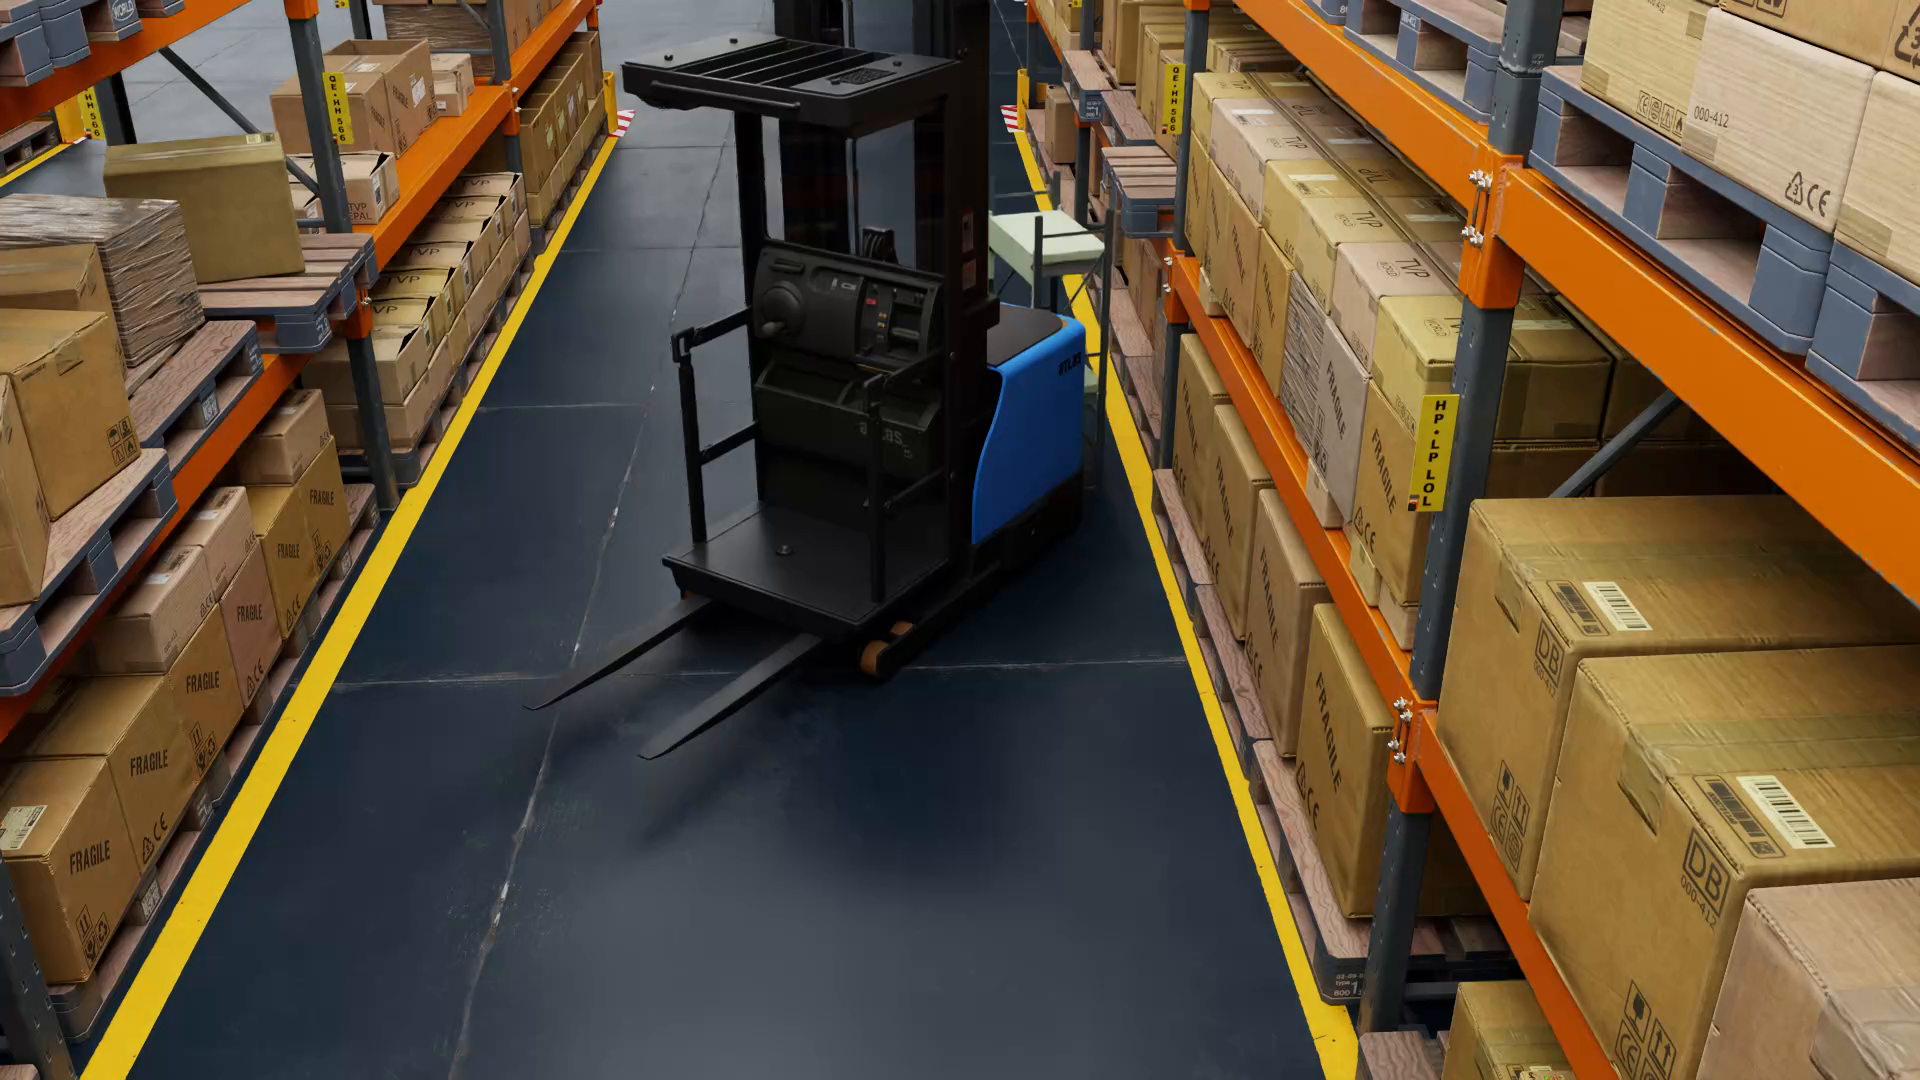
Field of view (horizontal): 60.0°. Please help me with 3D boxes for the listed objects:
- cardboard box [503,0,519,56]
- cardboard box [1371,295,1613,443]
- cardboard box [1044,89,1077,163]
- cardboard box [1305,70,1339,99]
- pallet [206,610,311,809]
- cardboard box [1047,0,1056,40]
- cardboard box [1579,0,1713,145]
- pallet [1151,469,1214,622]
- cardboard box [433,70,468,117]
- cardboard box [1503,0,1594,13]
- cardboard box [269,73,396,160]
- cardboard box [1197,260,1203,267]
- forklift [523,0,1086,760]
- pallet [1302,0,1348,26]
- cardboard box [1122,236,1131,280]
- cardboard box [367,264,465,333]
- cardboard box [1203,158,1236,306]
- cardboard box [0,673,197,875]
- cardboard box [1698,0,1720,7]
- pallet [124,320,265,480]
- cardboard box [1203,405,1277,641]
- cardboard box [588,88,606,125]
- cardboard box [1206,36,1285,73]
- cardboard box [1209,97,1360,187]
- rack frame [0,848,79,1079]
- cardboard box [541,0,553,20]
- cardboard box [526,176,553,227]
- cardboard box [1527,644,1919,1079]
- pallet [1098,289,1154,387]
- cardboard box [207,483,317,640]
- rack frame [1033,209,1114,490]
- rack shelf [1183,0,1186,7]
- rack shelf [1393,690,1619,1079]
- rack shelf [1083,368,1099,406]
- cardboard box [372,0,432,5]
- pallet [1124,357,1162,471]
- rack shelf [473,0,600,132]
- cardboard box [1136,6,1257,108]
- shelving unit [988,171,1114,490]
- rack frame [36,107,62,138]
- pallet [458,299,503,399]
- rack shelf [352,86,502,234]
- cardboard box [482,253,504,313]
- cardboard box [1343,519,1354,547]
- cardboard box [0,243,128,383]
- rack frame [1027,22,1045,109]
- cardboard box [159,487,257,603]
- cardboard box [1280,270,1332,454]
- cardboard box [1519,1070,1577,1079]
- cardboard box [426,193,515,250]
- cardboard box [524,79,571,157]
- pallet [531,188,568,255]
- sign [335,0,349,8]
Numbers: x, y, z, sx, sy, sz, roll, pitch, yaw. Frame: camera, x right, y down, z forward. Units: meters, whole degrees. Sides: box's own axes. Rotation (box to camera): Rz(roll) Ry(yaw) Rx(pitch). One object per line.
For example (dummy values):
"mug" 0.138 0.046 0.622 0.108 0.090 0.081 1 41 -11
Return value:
"cardboard box" -3.671 -3.825 12.232 0.700 0.500 0.500 -2 28 -3
"cardboard box" 1.477 -0.486 4.677 0.500 0.250 0.500 -1 28 -1
"cardboard box" 1.094 -3.463 13.873 0.700 0.500 0.500 -3 28 -6
"cardboard box" 1.830 -1.921 7.427 0.500 0.250 0.500 -1 28 -1
"pallet" -3.337 0.659 6.759 1.003 0.211 1.213 -1 28 -3
"cardboard box" 0.952 -4.070 12.950 0.500 0.250 0.500 -2 28 -3
"cardboard box" 1.529 -0.928 3.142 0.500 0.250 0.500 -1 28 -3
"pallet" 1.514 -0.004 8.030 1.003 0.211 1.213 -1 28 -3
"cardboard box" -3.379 -2.871 10.657 0.396 0.266 0.258 -2 28 -4
"cardboard box" 1.820 -1.738 4.511 0.700 0.500 0.500 -3 28 -5
"cardboard box" -3.503 -2.304 9.316 0.500 0.500 0.500 -3 28 -5
"cardboard box" 1.334 -1.346 7.838 0.380 0.149 0.250 -2 28 -3
"forklift" -0.610 -0.926 6.924 1.129 2.867 3.031 17 32 29
"pallet" 1.696 -2.040 5.879 1.003 0.211 1.213 0 28 0
"cardboard box" 1.471 -1.964 10.999 0.700 0.500 0.500 -2 28 -4
"cardboard box" -3.193 -1.428 9.657 0.500 0.311 0.500 -2 28 -4
"cardboard box" 1.336 -1.319 7.084 0.500 0.500 0.500 0 28 -1
"cardboard box" -3.011 0.800 5.700 0.500 0.500 0.500 -1 28 -2
"cardboard box" 1.514 -1.250 2.948 0.500 0.500 0.500 -2 28 -3
"pallet" -3.293 -0.502 6.177 1.003 0.211 1.213 -1 28 -3
"cardboard box" 1.494 -0.092 7.054 0.750 0.750 0.750 -2 28 -3
"cardboard box" -3.494 -3.906 15.015 0.500 0.250 0.500 -1 28 -3
"cardboard box" 1.468 -2.440 8.400 0.380 0.149 0.250 -6 28 -11
"cardboard box" 1.343 -1.660 6.927 0.500 0.250 0.500 -2 28 -3
"rack frame" -3.190 0.362 4.312 1.000 3.000 0.127 -1 28 -3
"cardboard box" -3.753 -4.536 13.596 0.700 0.500 0.500 -1 28 -2
"cardboard box" -3.329 -2.521 12.359 0.500 0.250 0.500 -1 28 -3
"cardboard box" 1.801 0.696 3.348 0.980 0.700 0.700 -2 28 -4
"pallet" 1.448 -1.293 10.501 1.003 0.211 1.213 -1 28 -3
"cardboard box" -3.089 0.093 7.055 0.500 0.500 0.500 -2 28 -5
"rack frame" 0.554 -0.916 8.385 0.400 1.500 0.023 -8 29 -15
"rack shelf" 1.443 -3.541 9.330 1.077 0.370 4.000 -1 28 -3
"rack shelf" 1.861 1.483 2.940 1.077 0.370 4.000 -1 28 -3
"rack shelf" 0.444 -0.876 8.800 0.368 0.124 0.686 -8 29 -15
"cardboard box" -3.836 -3.785 11.454 0.380 0.149 0.250 -1 28 -3
"pallet" 1.508 -0.731 9.424 1.003 0.211 1.213 -1 28 -3
"rack shelf" -3.712 -3.937 13.333 1.077 0.370 4.000 -1 28 -3
"cardboard box" 1.419 -2.896 9.975 0.700 0.500 0.500 2 28 4
"shelving unit" 0.444 -1.078 8.695 0.431 1.500 0.755 -8 29 -15
"rack frame" -8.764 -5.062 14.712 1.000 3.000 0.127 -1 28 -3
"pallet" -3.464 -1.192 10.307 1.003 0.211 1.213 -1 28 -3
"rack shelf" -3.503 -2.208 9.730 0.919 0.052 3.809 -1 28 -3
"cardboard box" -3.245 -1.645 10.680 0.500 0.250 0.500 -1 28 -2
"cardboard box" 1.451 -0.043 5.338 0.380 0.149 0.250 -1 28 -1
"cardboard box" -3.344 -0.683 5.754 0.700 0.500 0.500 -8 29 -16
"rack frame" 1.130 -5.301 15.170 1.000 3.000 0.127 -1 28 -3
"cardboard box" -3.051 0.020 6.384 0.500 0.250 0.500 -2 28 -4
"cardboard box" 1.426 -0.619 5.742 0.500 0.500 0.500 -1 28 -3
"cardboard box" 1.529 1.386 3.897 0.380 0.149 0.250 0 28 -1
"cardboard box" -3.267 -2.128 10.999 0.500 0.311 0.500 -1 28 -1
"cardboard box" -3.372 -3.316 13.072 0.500 0.500 0.500 -1 28 -3
"pallet" -3.608 -2.464 12.747 1.003 0.211 1.213 -1 28 -3
"sign" -4.162 -3.737 11.150 0.100 0.325 0.005 -1 28 -3
